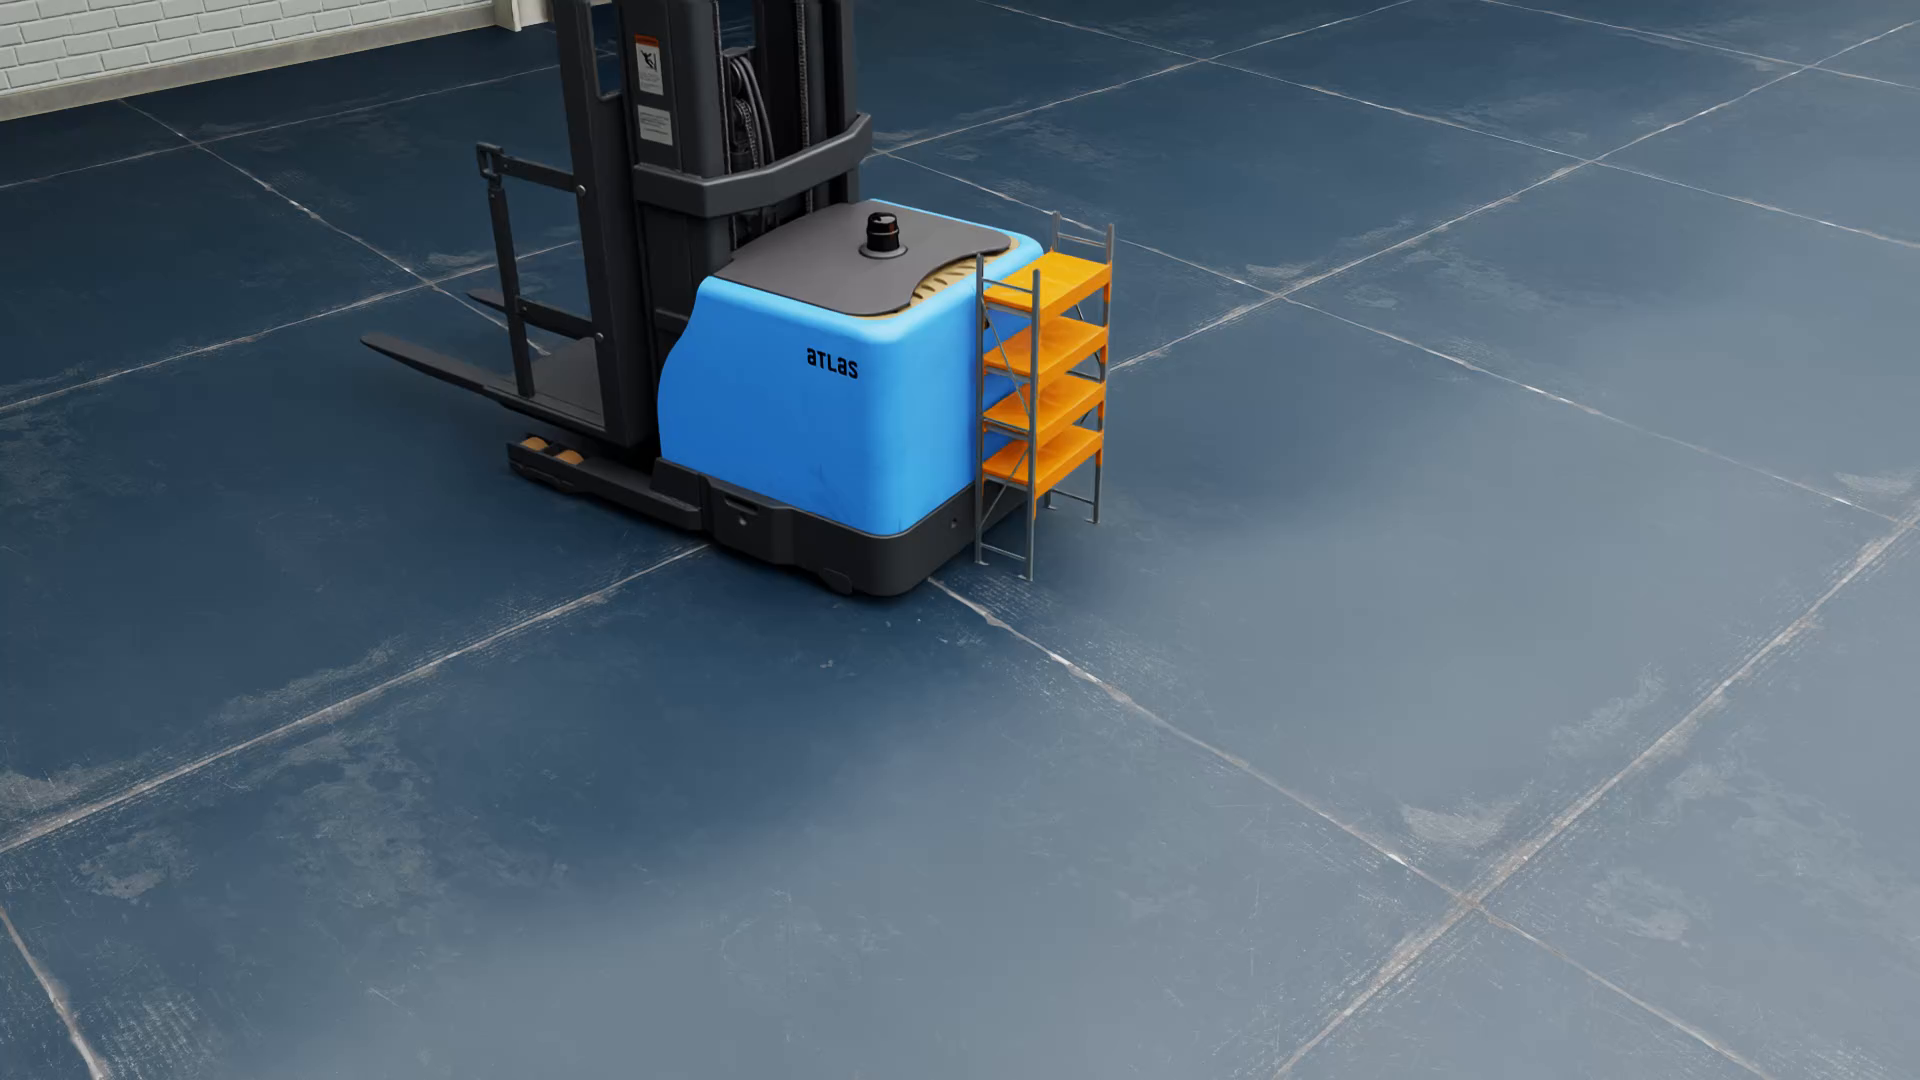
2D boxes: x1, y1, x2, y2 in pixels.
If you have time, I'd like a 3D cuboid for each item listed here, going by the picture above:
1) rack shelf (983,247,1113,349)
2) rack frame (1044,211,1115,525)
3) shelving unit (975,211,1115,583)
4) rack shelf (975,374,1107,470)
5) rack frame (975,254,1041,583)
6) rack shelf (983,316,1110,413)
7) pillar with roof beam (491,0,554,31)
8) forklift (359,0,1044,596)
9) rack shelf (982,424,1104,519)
[{"bbox_3d":[0.293,-0.837,5.715,0.258,0.148,0.480,19,36,28],"label":"rack shelf"},{"bbox_3d":[0.429,-0.607,6.093,0.240,1.200,0.015,19,36,28],"label":"rack frame"},{"bbox_3d":[0.293,-0.501,5.920,0.258,1.200,0.503,19,36,28],"label":"shelving unit"},{"bbox_3d":[0.293,-0.444,5.955,0.258,0.148,0.480,19,36,28],"label":"rack shelf"},{"bbox_3d":[0.158,-0.396,5.747,0.240,1.200,0.015,19,36,28],"label":"rack frame"},{"bbox_3d":[0.293,-0.635,5.838,0.258,0.148,0.480,19,36,28],"label":"rack shelf"},{"bbox_3d":[-0.378,-6.145,7.673,0.400,9.000,9.100,-26,40,-35],"label":"pillar with roof beam"},{"bbox_3d":[-1.189,-1.642,6.125,3.031,2.935,1.130,20,36,29],"label":"forklift"},{"bbox_3d":[0.293,-0.275,6.059,0.258,0.148,0.480,19,36,28],"label":"rack shelf"}]
